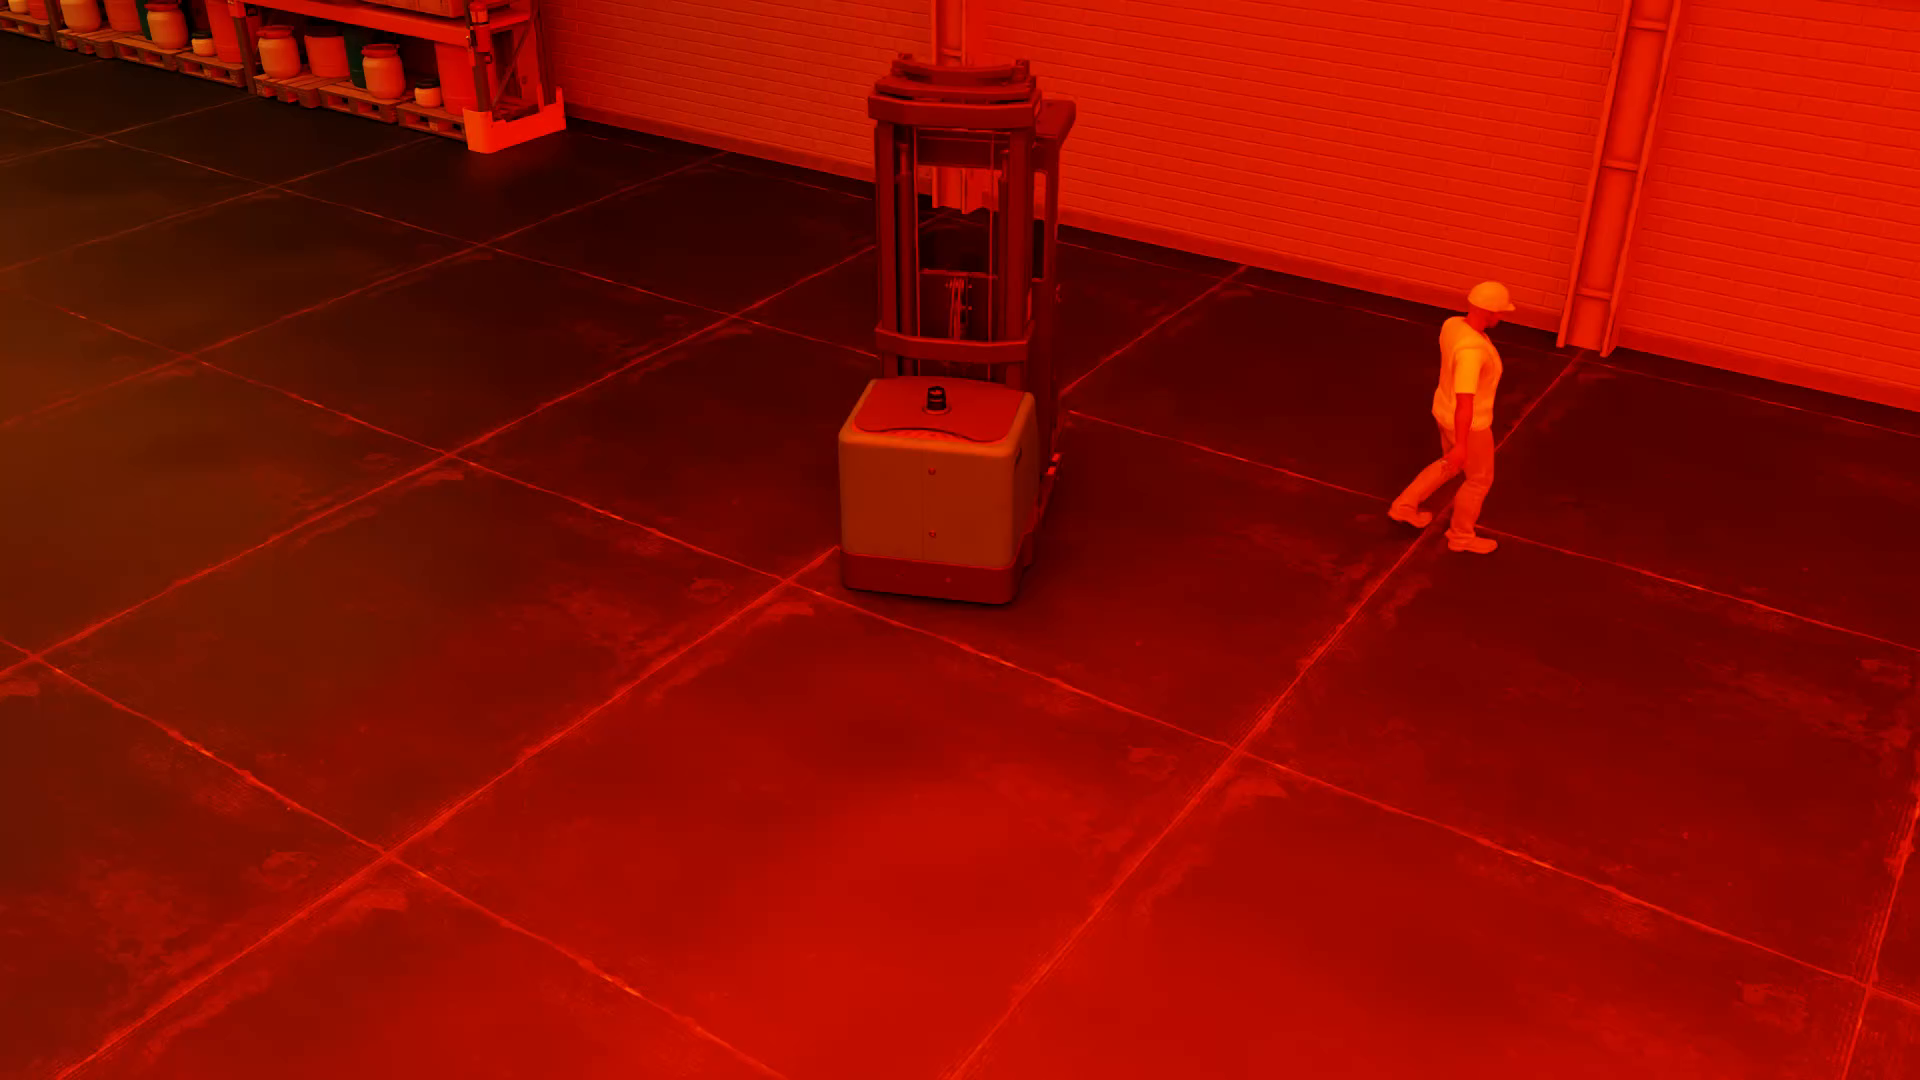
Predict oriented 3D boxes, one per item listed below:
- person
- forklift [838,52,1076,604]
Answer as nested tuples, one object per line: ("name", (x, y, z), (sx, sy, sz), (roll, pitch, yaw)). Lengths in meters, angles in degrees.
("person", (3.046, -0.734, 10.025), (0.684, 1.746, 0.907), (-2, 30, -3))
("forklift", (0.089, -1.617, 10.366), (1.130, 2.935, 3.031), (6, 31, 10))
